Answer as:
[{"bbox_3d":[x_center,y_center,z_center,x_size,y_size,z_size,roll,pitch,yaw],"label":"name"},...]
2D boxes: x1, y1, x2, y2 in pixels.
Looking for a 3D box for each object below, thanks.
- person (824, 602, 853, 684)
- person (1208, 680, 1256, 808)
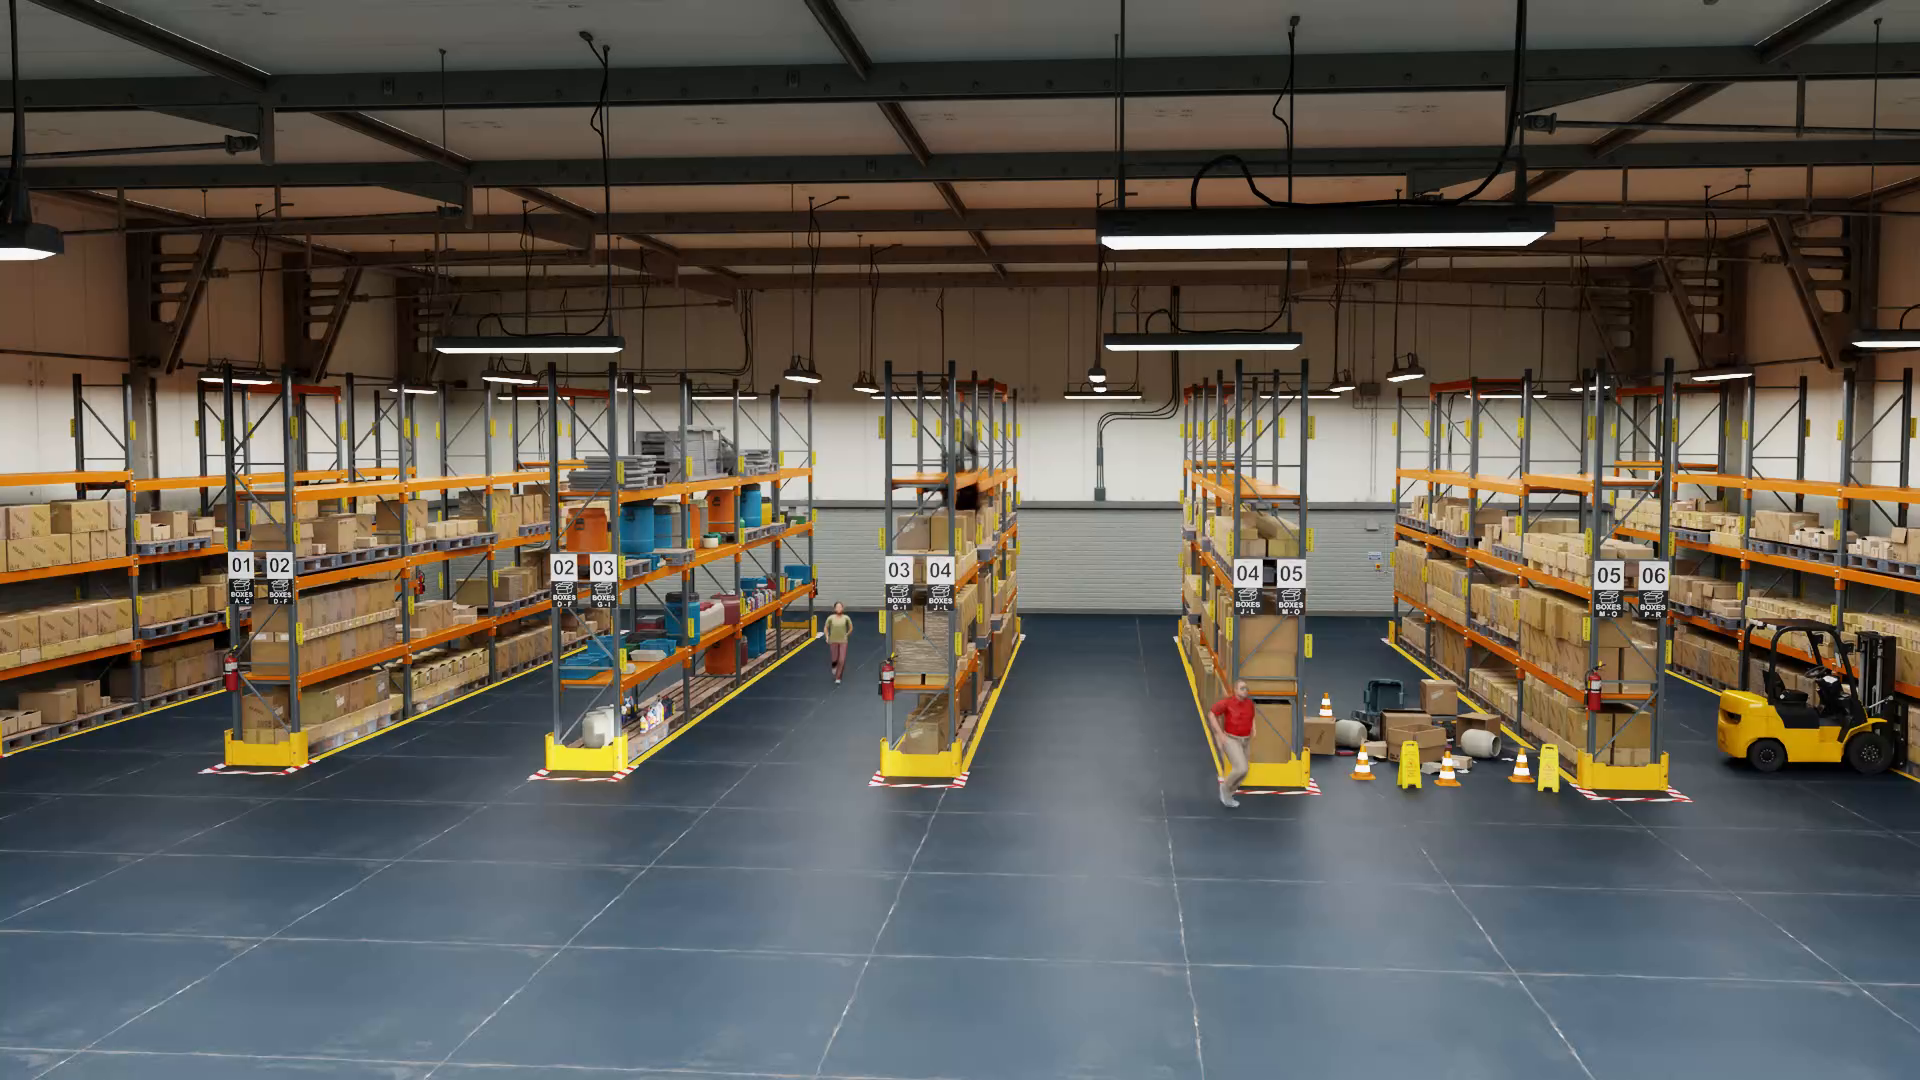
[{"bbox_3d":[-2.400,2.029,32.936,0.580,1.621,0.558,0,4,-7],"label":"person"},{"bbox_3d":[3.676,2.705,22.061,0.653,1.704,0.608,-2,4,-33],"label":"person"}]
